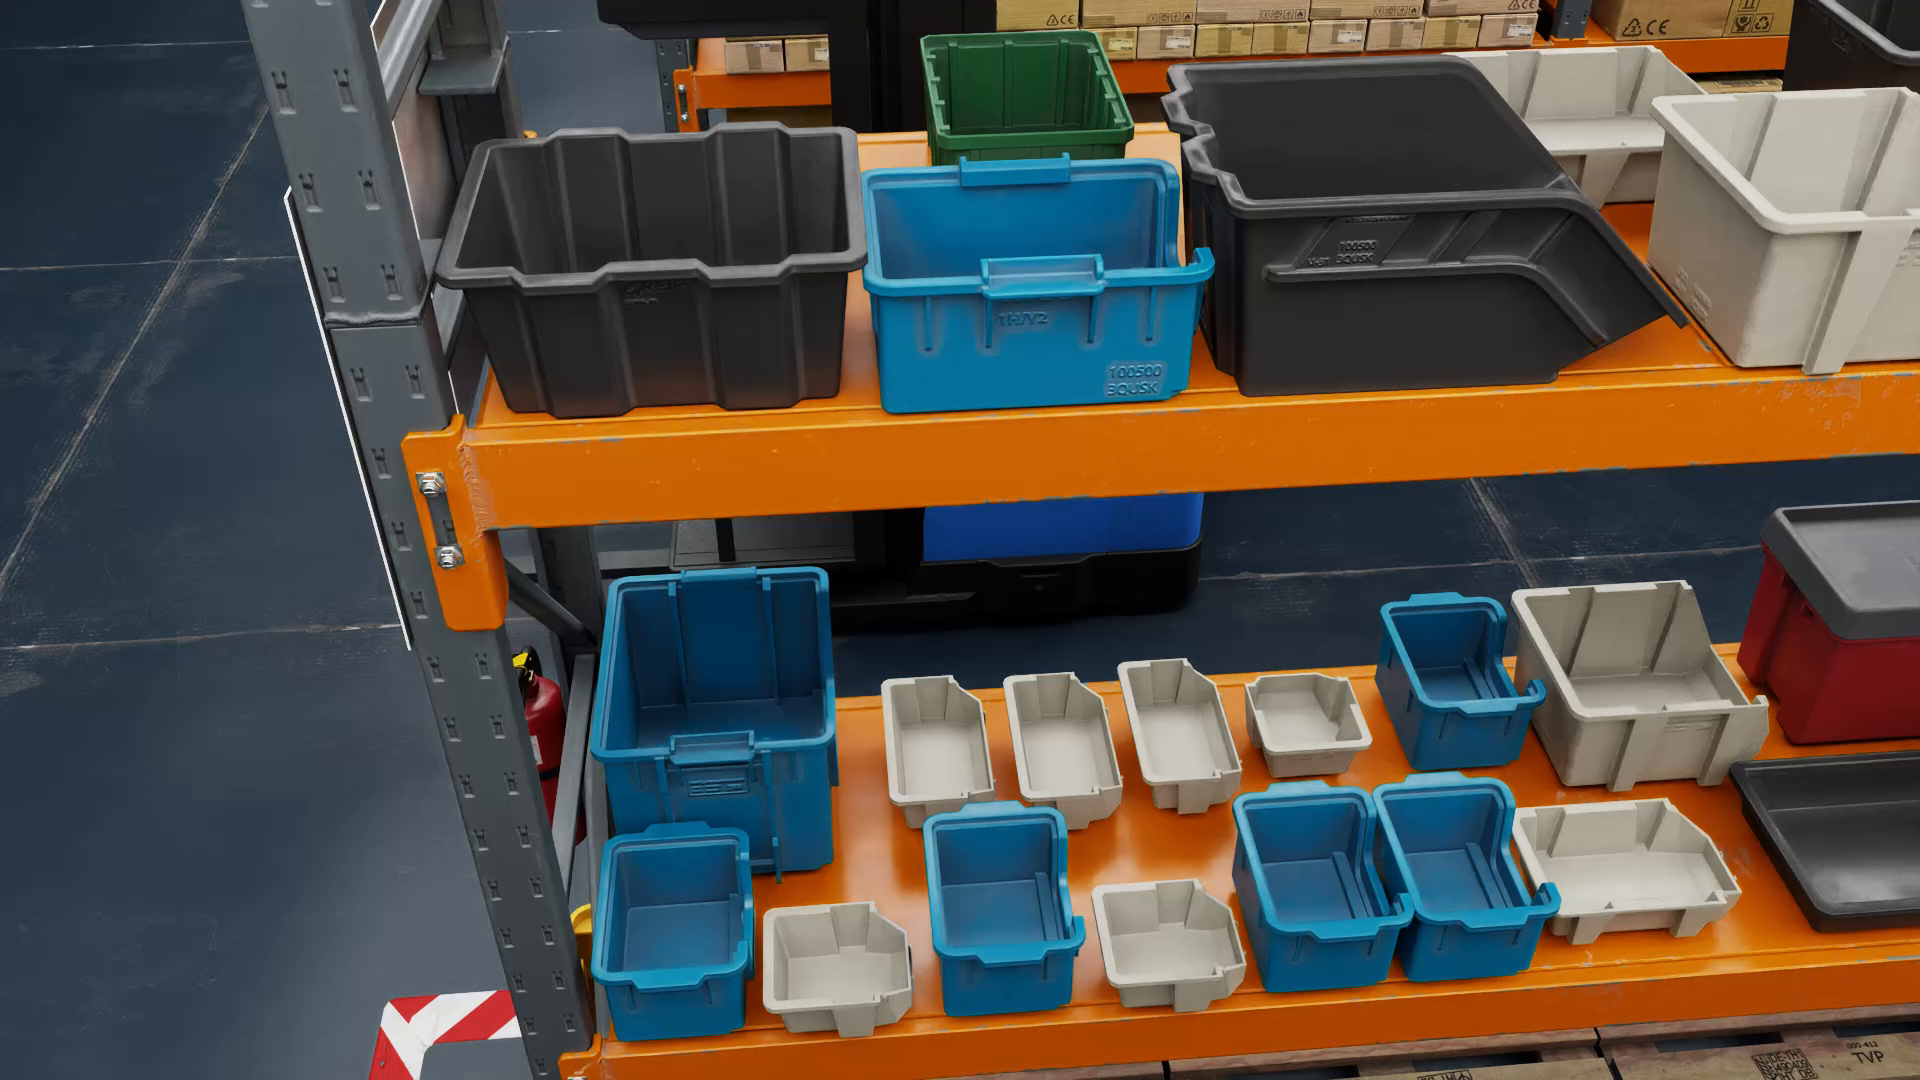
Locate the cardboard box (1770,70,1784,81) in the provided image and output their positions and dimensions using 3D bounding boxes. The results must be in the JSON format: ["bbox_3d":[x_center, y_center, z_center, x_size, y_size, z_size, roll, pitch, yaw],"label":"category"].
[{"bbox_3d":[4.224,-2.125,8.398,0.875,0.875,1.225,-4,38,-6],"label":"cardboard box"}]

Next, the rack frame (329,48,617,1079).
[{"bbox_3d":[-0.847,0.578,3.596,0.127,3.000,1.000,-3,38,-4],"label":"rack frame"}]

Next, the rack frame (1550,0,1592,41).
[{"bbox_3d":[2.699,-2.697,7.747,0.127,3.000,1.000,-3,38,-4],"label":"rack frame"}]

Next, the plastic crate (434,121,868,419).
[{"bbox_3d":[-0.439,-0.397,2.516,0.590,0.269,0.497,-3,38,-4],"label":"plastic crate"}]

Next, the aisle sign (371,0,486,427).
[{"bbox_3d":[-0.944,-0.619,3.015,0.004,0.787,0.394,-3,38,-4],"label":"aisle sign"}]

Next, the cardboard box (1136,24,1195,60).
[{"bbox_3d":[0.890,-2.296,7.441,0.250,0.149,0.380,-3,38,-3],"label":"cardboard box"}]

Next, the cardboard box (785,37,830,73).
[{"bbox_3d":[-0.647,-2.210,7.332,0.250,0.149,0.380,-4,38,-5],"label":"cardboard box"}]

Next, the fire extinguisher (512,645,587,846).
[{"bbox_3d":[-1.037,0.483,4.080,0.183,0.674,0.296,-3,38,-4],"label":"fire extinguisher"}]

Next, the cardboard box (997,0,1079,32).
[{"bbox_3d":[0.235,-2.453,7.319,0.500,0.250,0.500,-4,38,-5],"label":"cardboard box"}]

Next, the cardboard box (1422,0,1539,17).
[{"bbox_3d":[2.282,-2.569,7.465,0.500,0.250,0.500,-4,38,-5],"label":"cardboard box"}]

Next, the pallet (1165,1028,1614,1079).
[{"bbox_3d":[1.190,1.586,4.569,1.213,0.211,1.003,-3,38,-4],"label":"pallet"}]

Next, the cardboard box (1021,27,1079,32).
[{"bbox_3d":[0.378,-2.267,7.405,0.250,0.149,0.380,-4,38,-4],"label":"cardboard box"}]

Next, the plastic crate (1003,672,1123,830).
[{"bbox_3d":[0.239,0.495,3.866,0.243,0.136,0.396,-3,38,-4],"label":"plastic crate"}]

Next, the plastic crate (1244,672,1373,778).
[{"bbox_3d":[0.808,0.437,3.940,0.250,0.136,0.298,-3,38,-4],"label":"plastic crate"}]

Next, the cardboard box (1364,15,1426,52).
[{"bbox_3d":[1.912,-2.352,7.512,0.250,0.149,0.380,-4,38,-5],"label":"cardboard box"}]

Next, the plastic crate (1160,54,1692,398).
[{"bbox_3d":[0.699,-0.489,2.577,0.767,0.338,0.504,-3,38,-4],"label":"plastic crate"}]

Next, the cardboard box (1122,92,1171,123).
[{"bbox_3d":[1.138,-1.992,8.229,0.875,0.875,0.875,-3,38,-4],"label":"cardboard box"}]

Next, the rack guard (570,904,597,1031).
[{"bbox_3d":[-0.870,1.569,4.358,0.348,0.500,1.175,-3,38,-4],"label":"rack guard"}]

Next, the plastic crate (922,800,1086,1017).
[{"bbox_3d":[0.084,0.774,3.435,0.300,0.233,0.416,-3,38,-4],"label":"plastic crate"}]

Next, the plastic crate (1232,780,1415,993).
[{"bbox_3d":[0.740,0.738,3.480,0.300,0.233,0.416,-3,38,-4],"label":"plastic crate"}]

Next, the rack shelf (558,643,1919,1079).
[{"bbox_3d":[1.145,0.751,3.958,4.000,0.370,1.077,-3,38,-4],"label":"rack shelf"}]

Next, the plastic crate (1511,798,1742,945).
[{"bbox_3d":[1.430,0.720,3.581,0.466,0.136,0.293,-3,38,-4],"label":"plastic crate"}]

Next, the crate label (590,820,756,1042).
[{"bbox_3d":[-0.572,0.810,3.389,0.303,0.233,0.416,-3,38,-4],"label":"crate label"}]

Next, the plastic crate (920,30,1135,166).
[{"bbox_3d":[0.110,-0.747,3.024,0.336,0.188,0.450,-3,38,-4],"label":"plastic crate"}]

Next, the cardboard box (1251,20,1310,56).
[{"bbox_3d":[1.399,-2.323,7.476,0.250,0.149,0.380,-2,38,-3],"label":"cardboard box"}]

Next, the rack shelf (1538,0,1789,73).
[{"bbox_3d":[4.691,-2.525,8.109,4.000,0.370,1.077,-3,38,-4],"label":"rack shelf"}]

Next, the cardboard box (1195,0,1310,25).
[{"bbox_3d":[1.259,-2.511,7.392,0.500,0.250,0.500,-2,38,-3],"label":"cardboard box"}]

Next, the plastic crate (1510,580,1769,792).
[{"bbox_3d":[1.600,0.352,3.930,0.530,0.282,0.437,-3,38,-4],"label":"plastic crate"}]

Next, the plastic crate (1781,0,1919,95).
[{"bbox_3d":[1.876,-0.869,3.113,0.590,0.269,0.497,-3,38,-4],"label":"plastic crate"}]

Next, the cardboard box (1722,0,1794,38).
[{"bbox_3d":[3.680,-2.636,7.588,0.500,0.500,0.500,-3,38,-4],"label":"cardboard box"}]

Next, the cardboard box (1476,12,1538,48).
[{"bbox_3d":[2.424,-2.380,7.547,0.250,0.149,0.380,-3,38,-4],"label":"cardboard box"}]

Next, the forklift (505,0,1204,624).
[{"bbox_3d":[-0.628,-1.118,5.801,3.031,2.935,1.130,-3,38,-4],"label":"forklift"}]
